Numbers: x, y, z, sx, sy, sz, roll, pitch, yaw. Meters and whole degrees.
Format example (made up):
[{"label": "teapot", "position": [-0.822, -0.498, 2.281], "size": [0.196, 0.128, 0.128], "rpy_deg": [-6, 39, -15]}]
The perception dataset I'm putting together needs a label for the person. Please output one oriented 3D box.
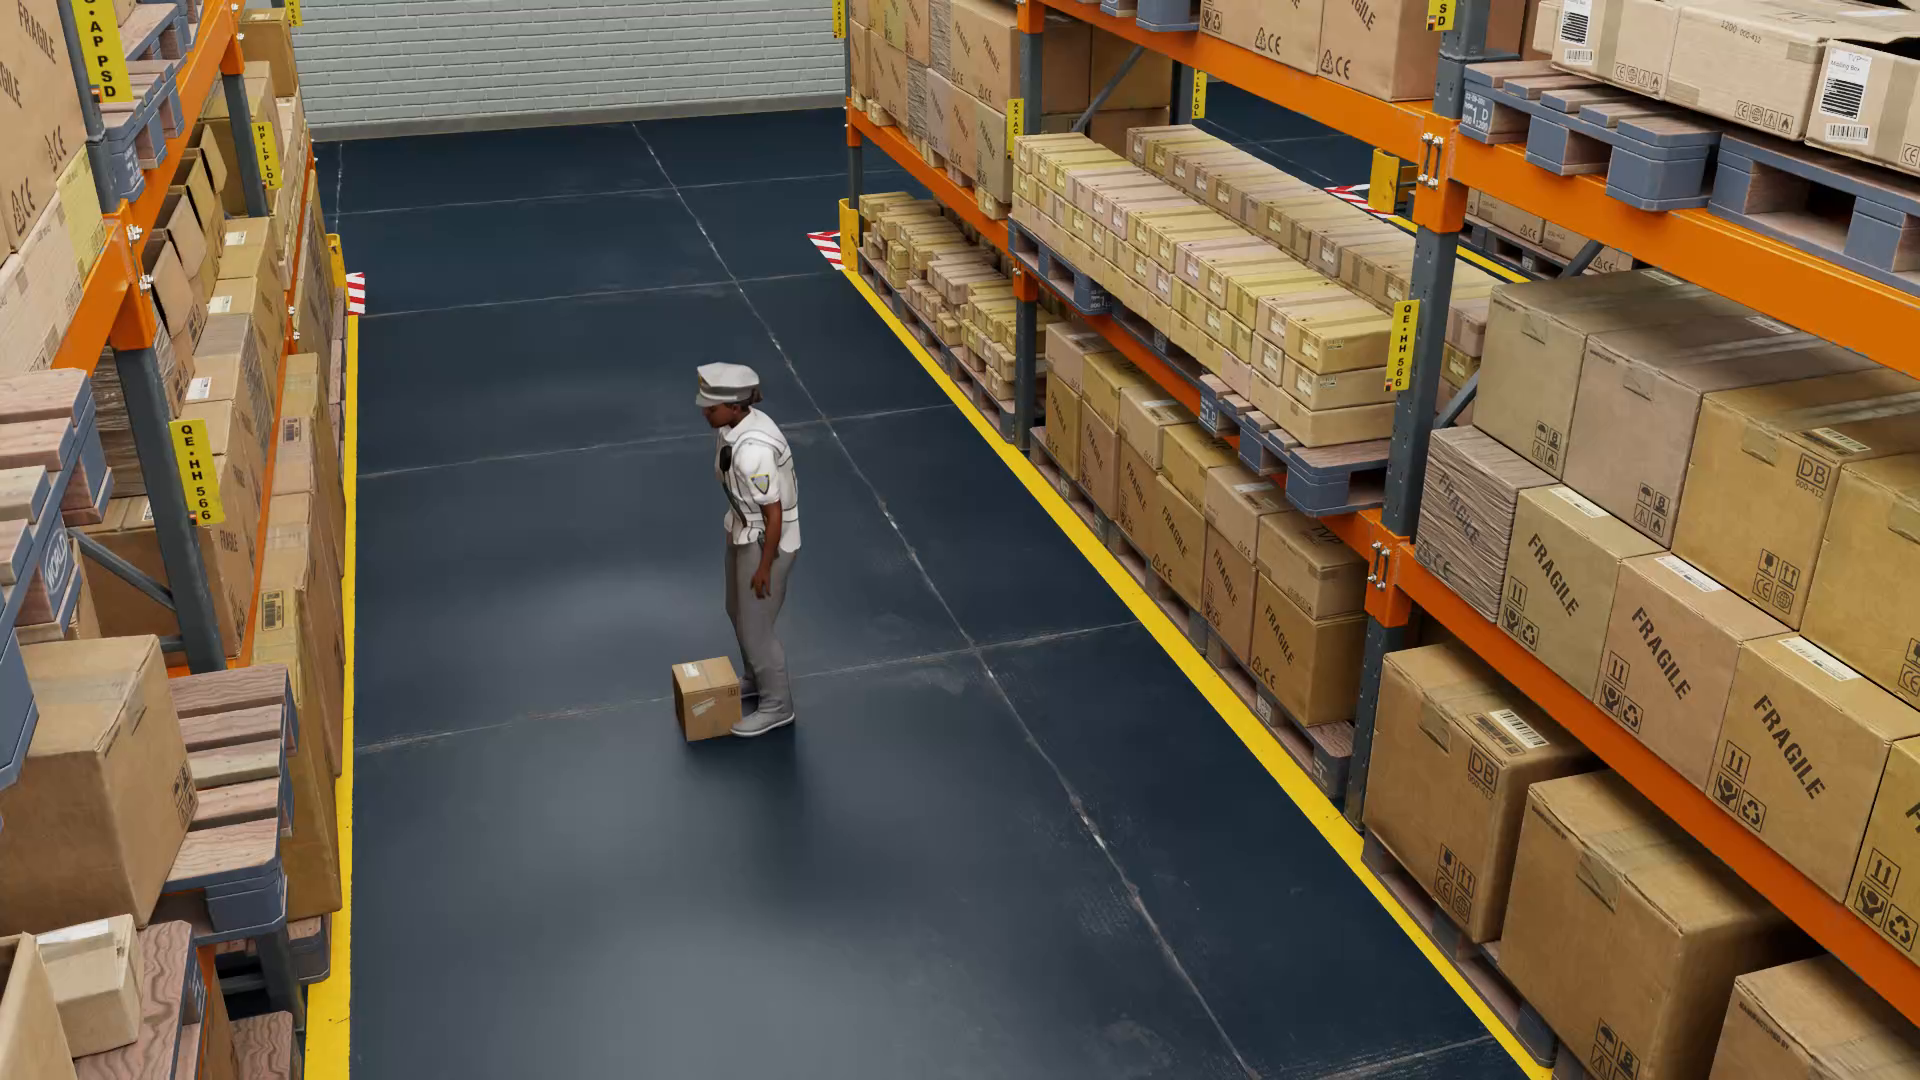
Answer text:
[{"label": "person", "position": [-0.886, 0.029, 7.060], "size": [0.397, 1.656, 0.514], "rpy_deg": [-9, 28, -18]}]
